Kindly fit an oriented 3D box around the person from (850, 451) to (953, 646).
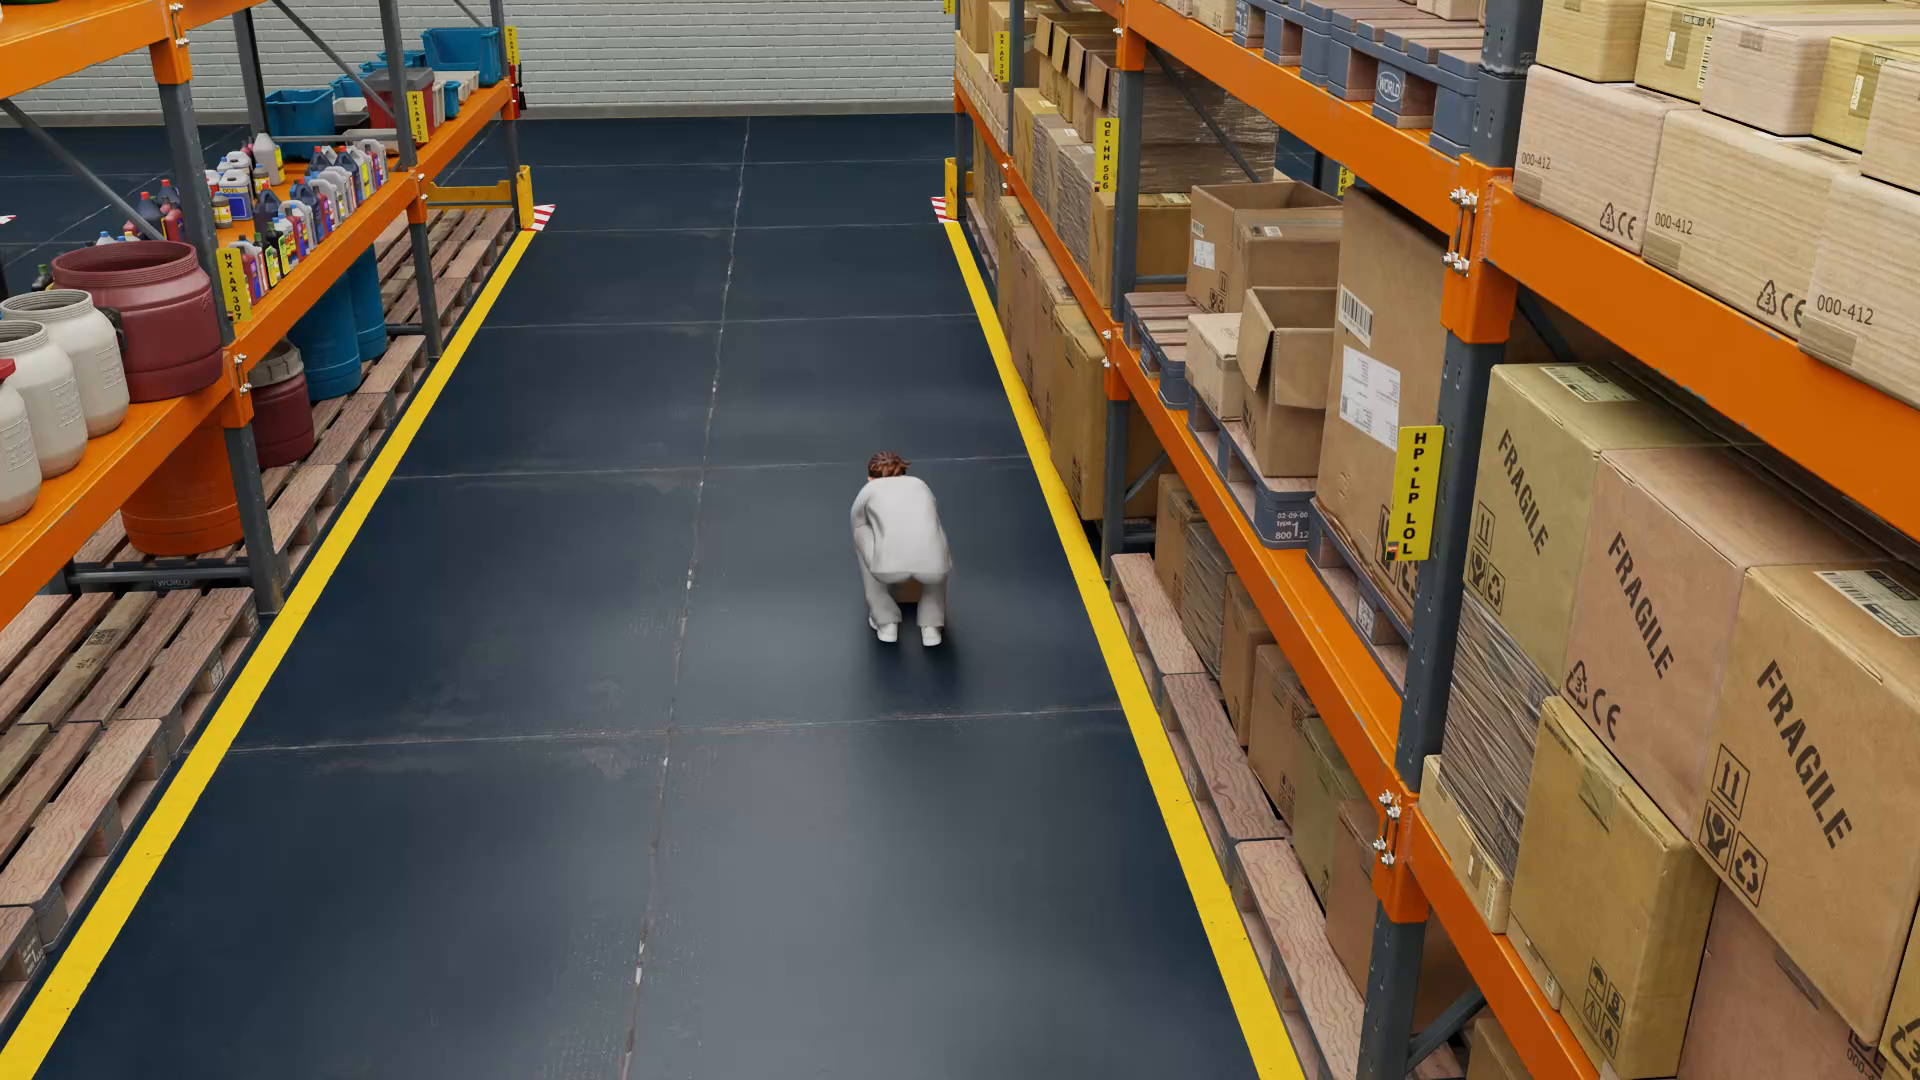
[{"bbox_3d":[-0.269,0.070,7.695,0.455,0.746,0.848,-3,24,-6],"label":"person"}]
